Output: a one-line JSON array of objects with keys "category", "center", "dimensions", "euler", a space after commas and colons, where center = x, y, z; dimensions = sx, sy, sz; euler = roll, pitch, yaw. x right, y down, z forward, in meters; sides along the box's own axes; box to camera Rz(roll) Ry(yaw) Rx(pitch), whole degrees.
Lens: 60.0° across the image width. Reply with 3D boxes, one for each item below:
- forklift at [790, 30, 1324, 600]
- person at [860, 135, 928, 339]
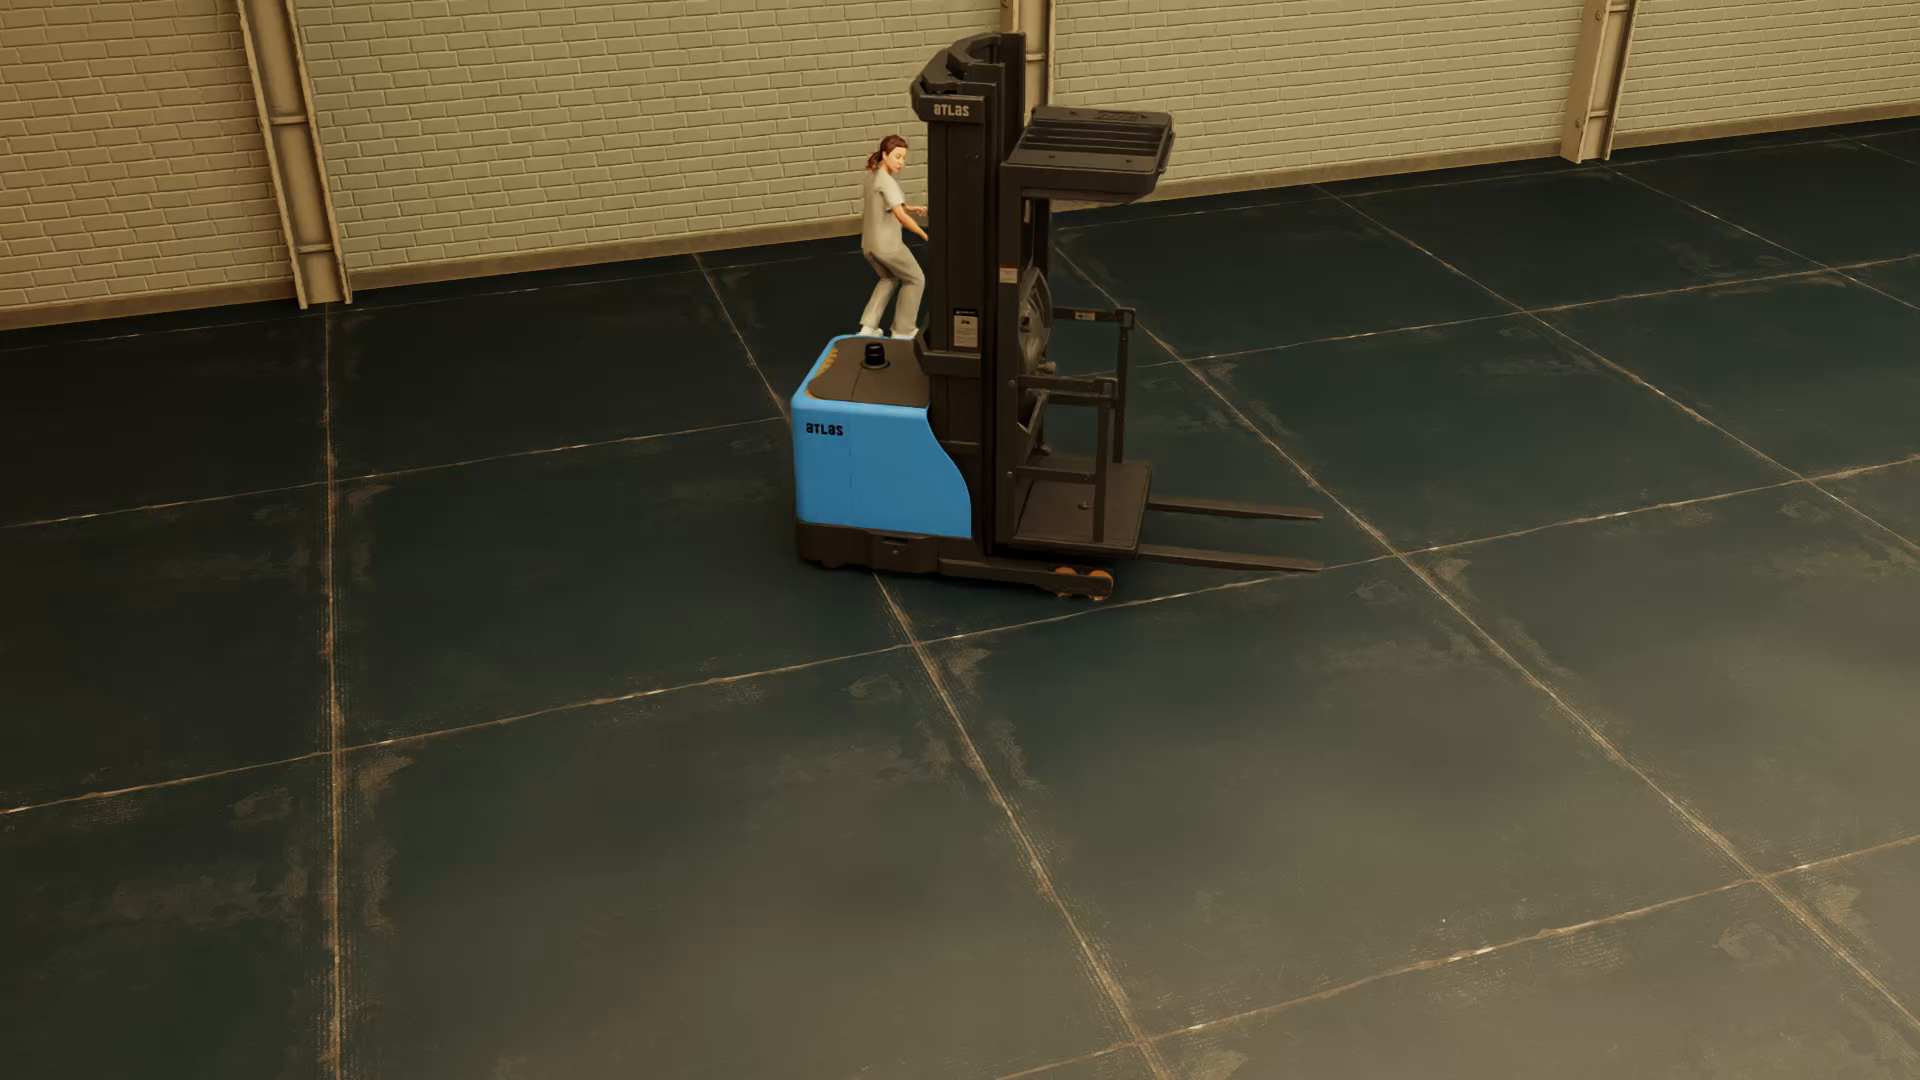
[{"category": "forklift", "center": [0.604, -1.217, 9.203], "dimensions": [3.031, 2.935, 1.130], "euler": [6, 30, 9]}, {"category": "person", "center": [-0.427, -2.205, 12.288], "dimensions": [0.698, 1.567, 0.718], "euler": [-20, 35, -31]}]
